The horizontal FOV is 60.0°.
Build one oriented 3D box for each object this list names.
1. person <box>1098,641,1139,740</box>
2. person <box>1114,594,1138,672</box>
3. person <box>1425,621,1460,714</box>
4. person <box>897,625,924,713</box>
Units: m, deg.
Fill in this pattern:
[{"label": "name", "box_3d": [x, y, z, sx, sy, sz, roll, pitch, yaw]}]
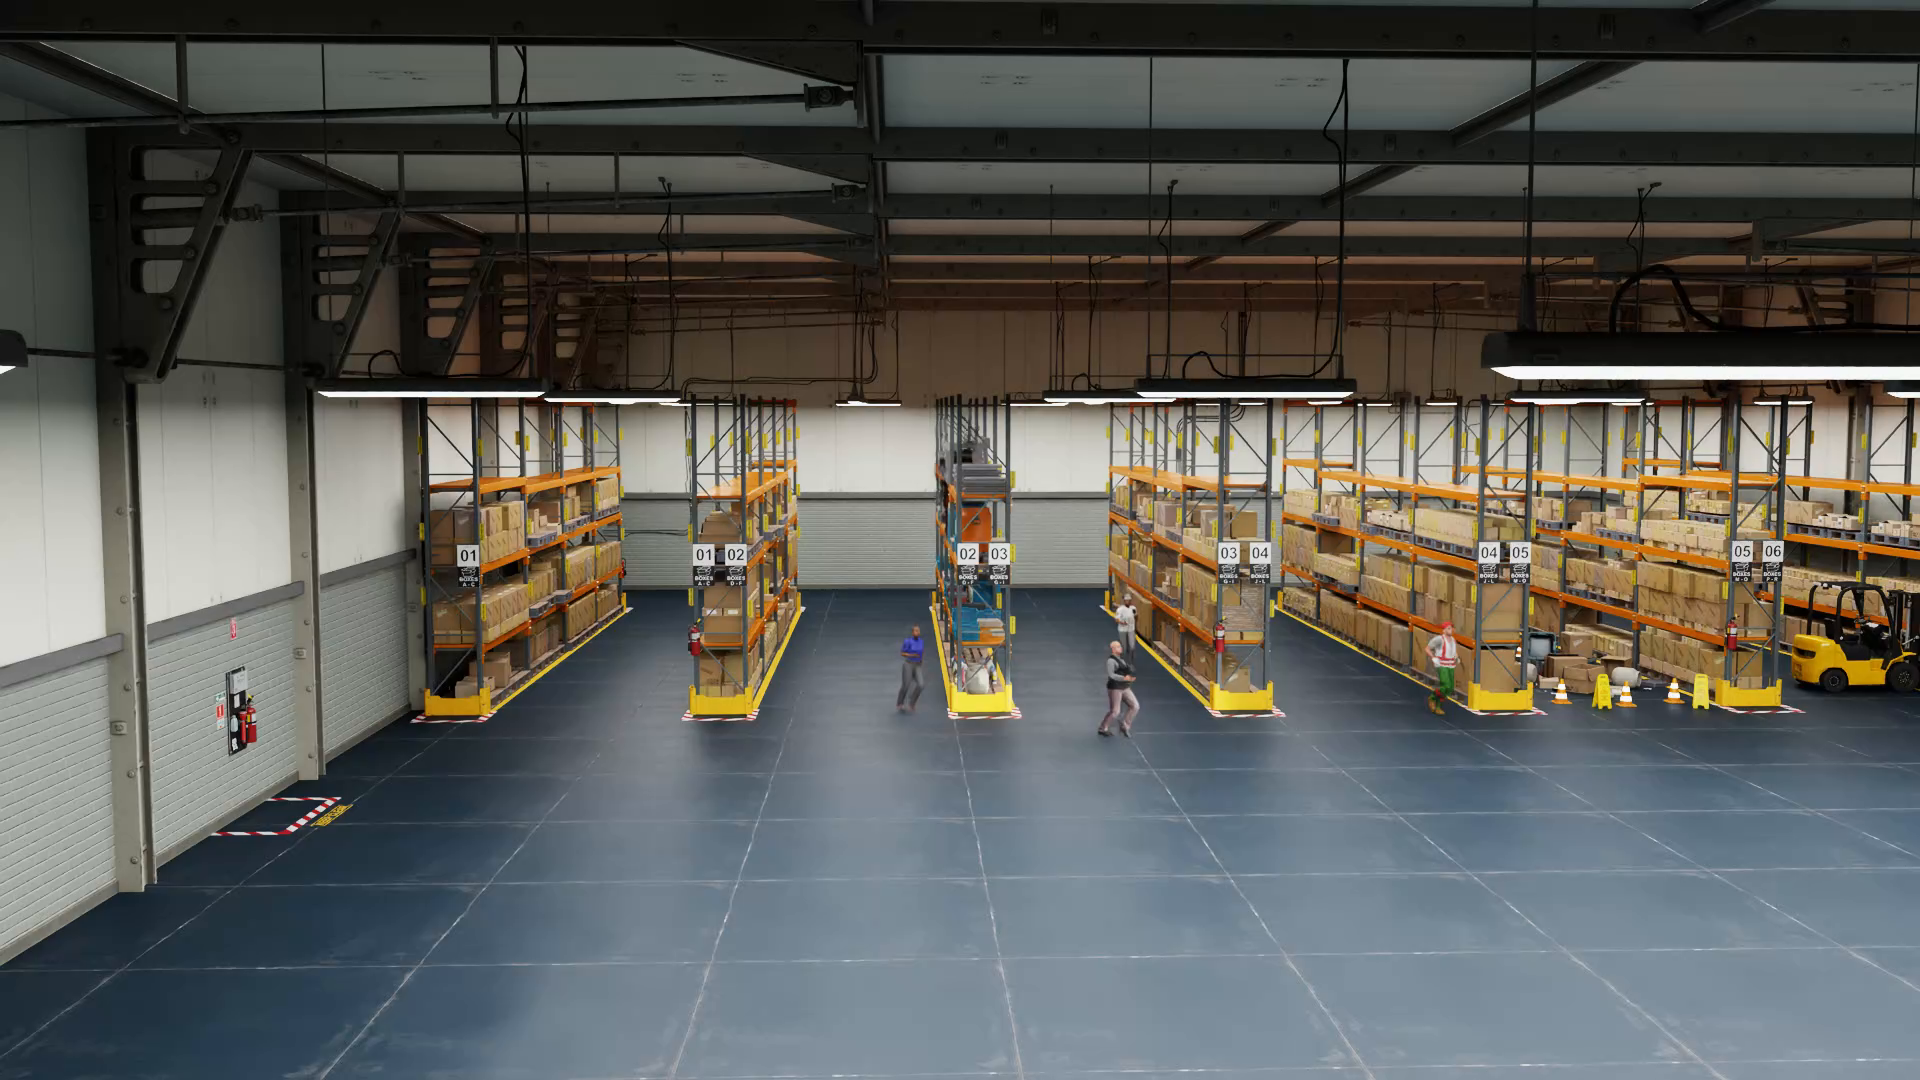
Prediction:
[{"label": "person", "box_3d": [2.754, 2.617, 28.876, 0.726, 1.737, 0.662, 3, 5, 33]}, {"label": "person", "box_3d": [3.648, 2.039, 36.353, 0.566, 1.741, 0.727, 0, 5, -5]}, {"label": "person", "box_3d": [9.119, 2.394, 31.190, 0.696, 1.738, 0.521, -2, 5, -28]}, {"label": "person", "box_3d": [-0.864, 2.455, 31.421, 0.580, 1.671, 0.693, -3, 5, -30]}]
